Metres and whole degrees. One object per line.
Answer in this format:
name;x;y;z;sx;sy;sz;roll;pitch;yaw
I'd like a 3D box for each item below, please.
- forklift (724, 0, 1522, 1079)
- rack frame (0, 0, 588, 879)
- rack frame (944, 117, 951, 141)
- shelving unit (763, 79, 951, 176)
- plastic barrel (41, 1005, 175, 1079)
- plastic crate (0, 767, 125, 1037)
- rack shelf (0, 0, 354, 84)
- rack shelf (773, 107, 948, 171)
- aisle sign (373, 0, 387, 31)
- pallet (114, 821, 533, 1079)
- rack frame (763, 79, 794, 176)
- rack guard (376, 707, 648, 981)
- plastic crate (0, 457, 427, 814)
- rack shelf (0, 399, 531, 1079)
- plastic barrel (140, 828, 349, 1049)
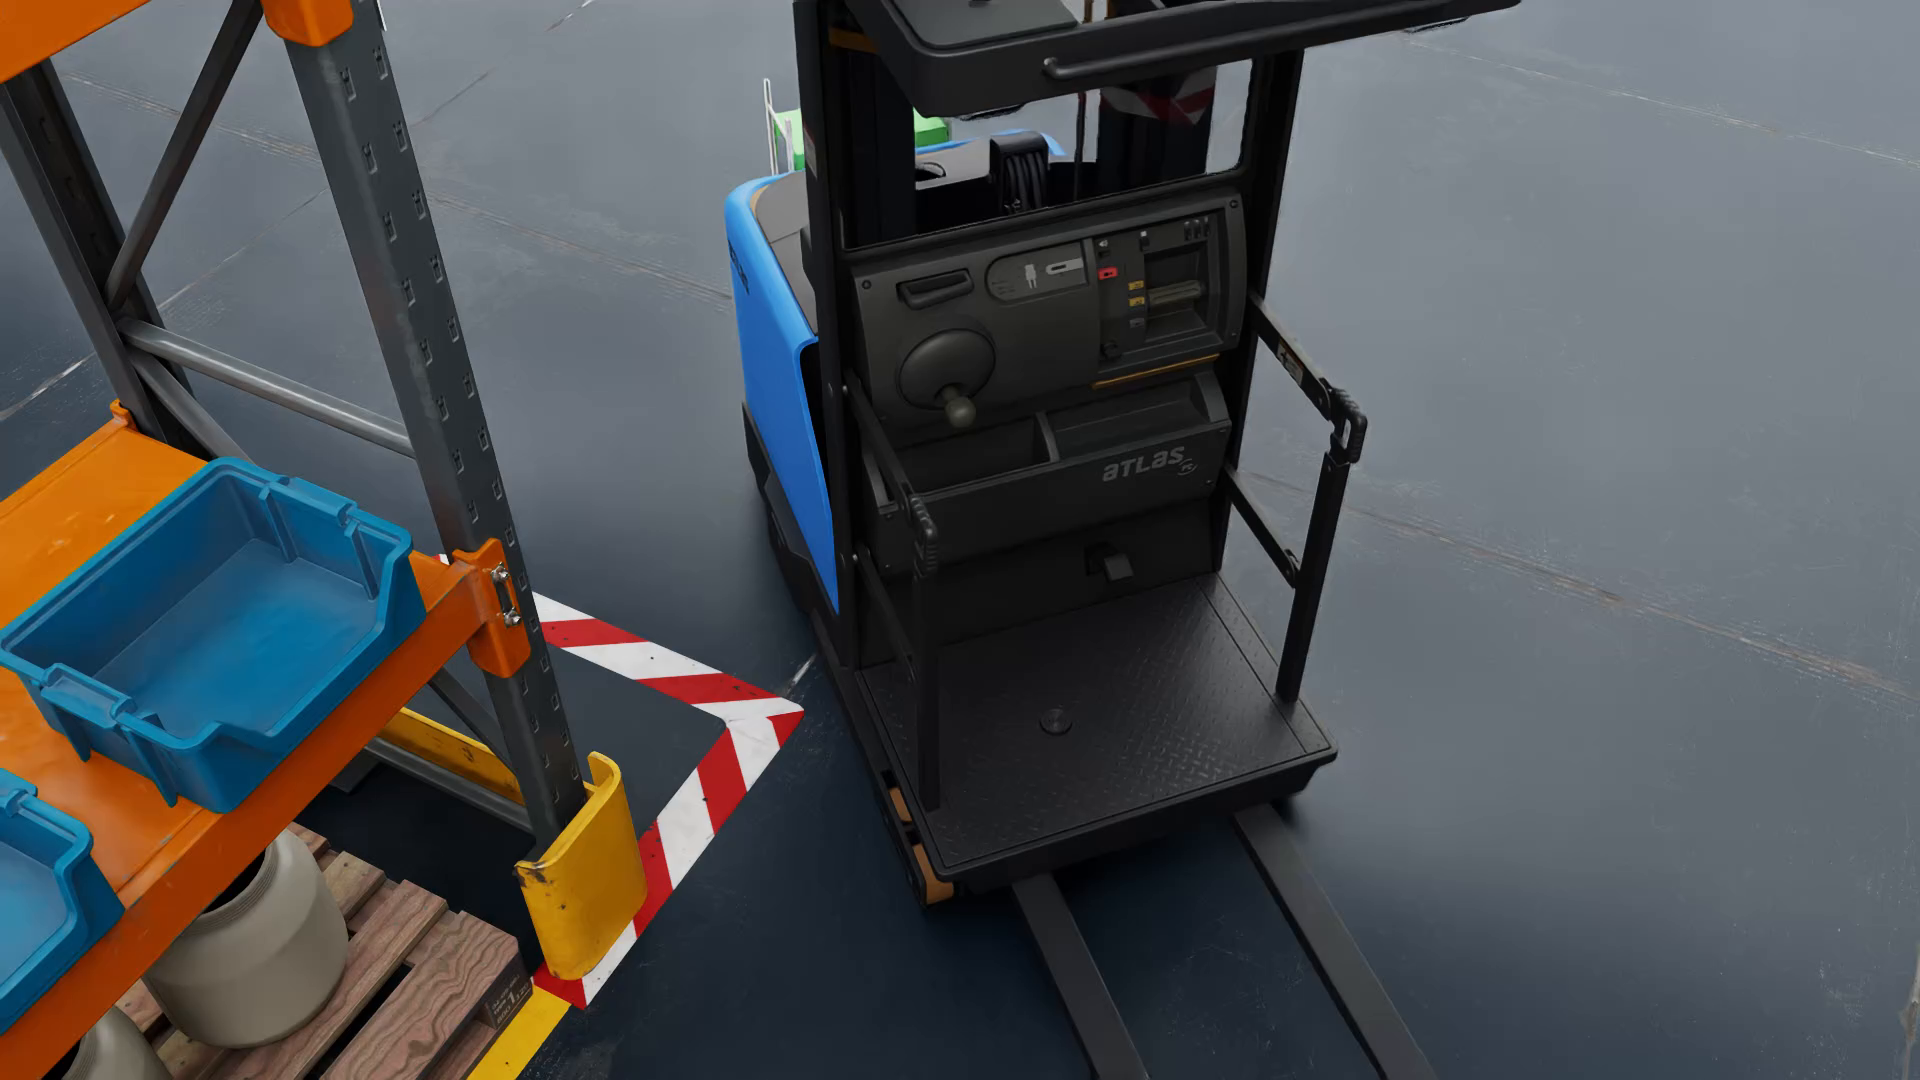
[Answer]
forklift;0.295;-0.428;3.612;1.130;2.935;3.031;-15;47;-14
rack frame;-1.395;-0.300;3.438;1.000;3.000;0.127;20;49;19
rack frame;-0.075;-0.981;5.376;0.015;1.200;0.240;-15;47;-14
shelving unit;-0.303;-0.920;5.315;0.503;1.200;0.258;-15;47;-14
plastic barrel;-1.866;1.182;3.427;0.421;0.512;0.421;0;45;0
plastic crate;-1.669;0.573;2.679;0.499;0.251;0.408;20;49;19
rack shelf;-2.323;0.158;1.382;1.077;0.370;4.000;20;49;19
rack shelf;-0.303;-1.212;5.019;0.480;0.148;0.258;-15;47;-14
aisle sign;-1.099;-1.161;2.461;0.394;0.787;0.004;20;49;19
pallet;-1.771;1.253;3.863;1.003;0.211;1.213;20;49;19
rack frame;-0.532;-0.858;5.255;0.015;1.200;0.240;-15;47;-14
rack guard;-1.389;0.642;4.264;1.175;0.500;0.348;20;49;19
plastic crate;-1.362;0.166;3.081;0.499;0.251;0.616;20;49;19
rack shelf;-2.323;1.212;2.448;1.077;0.370;4.000;20;49;19
plastic barrel;-1.633;0.866;3.739;0.421;0.512;0.421;0;45;0
